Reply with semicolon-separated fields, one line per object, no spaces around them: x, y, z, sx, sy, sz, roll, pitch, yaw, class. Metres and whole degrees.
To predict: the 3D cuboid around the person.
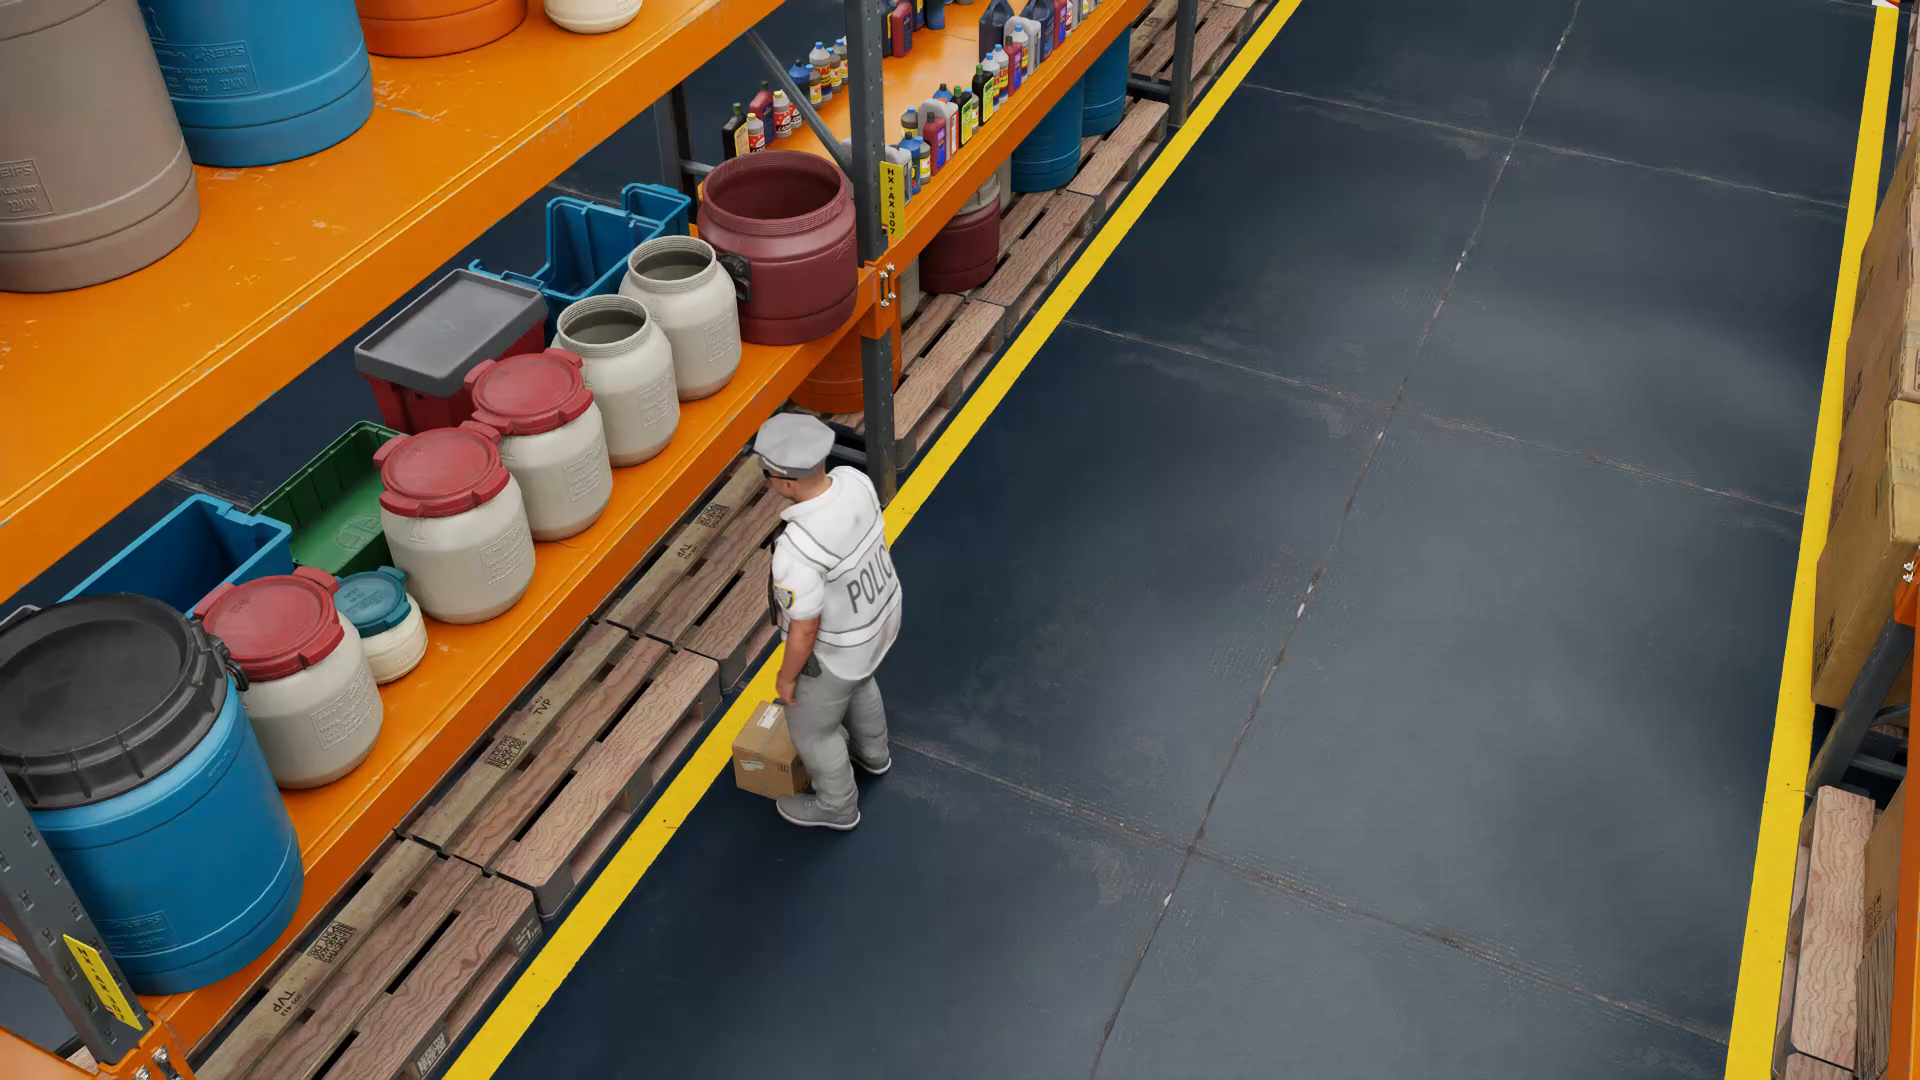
-0.441;0.321;5.794;0.439;1.748;0.586;18;45;19;person
